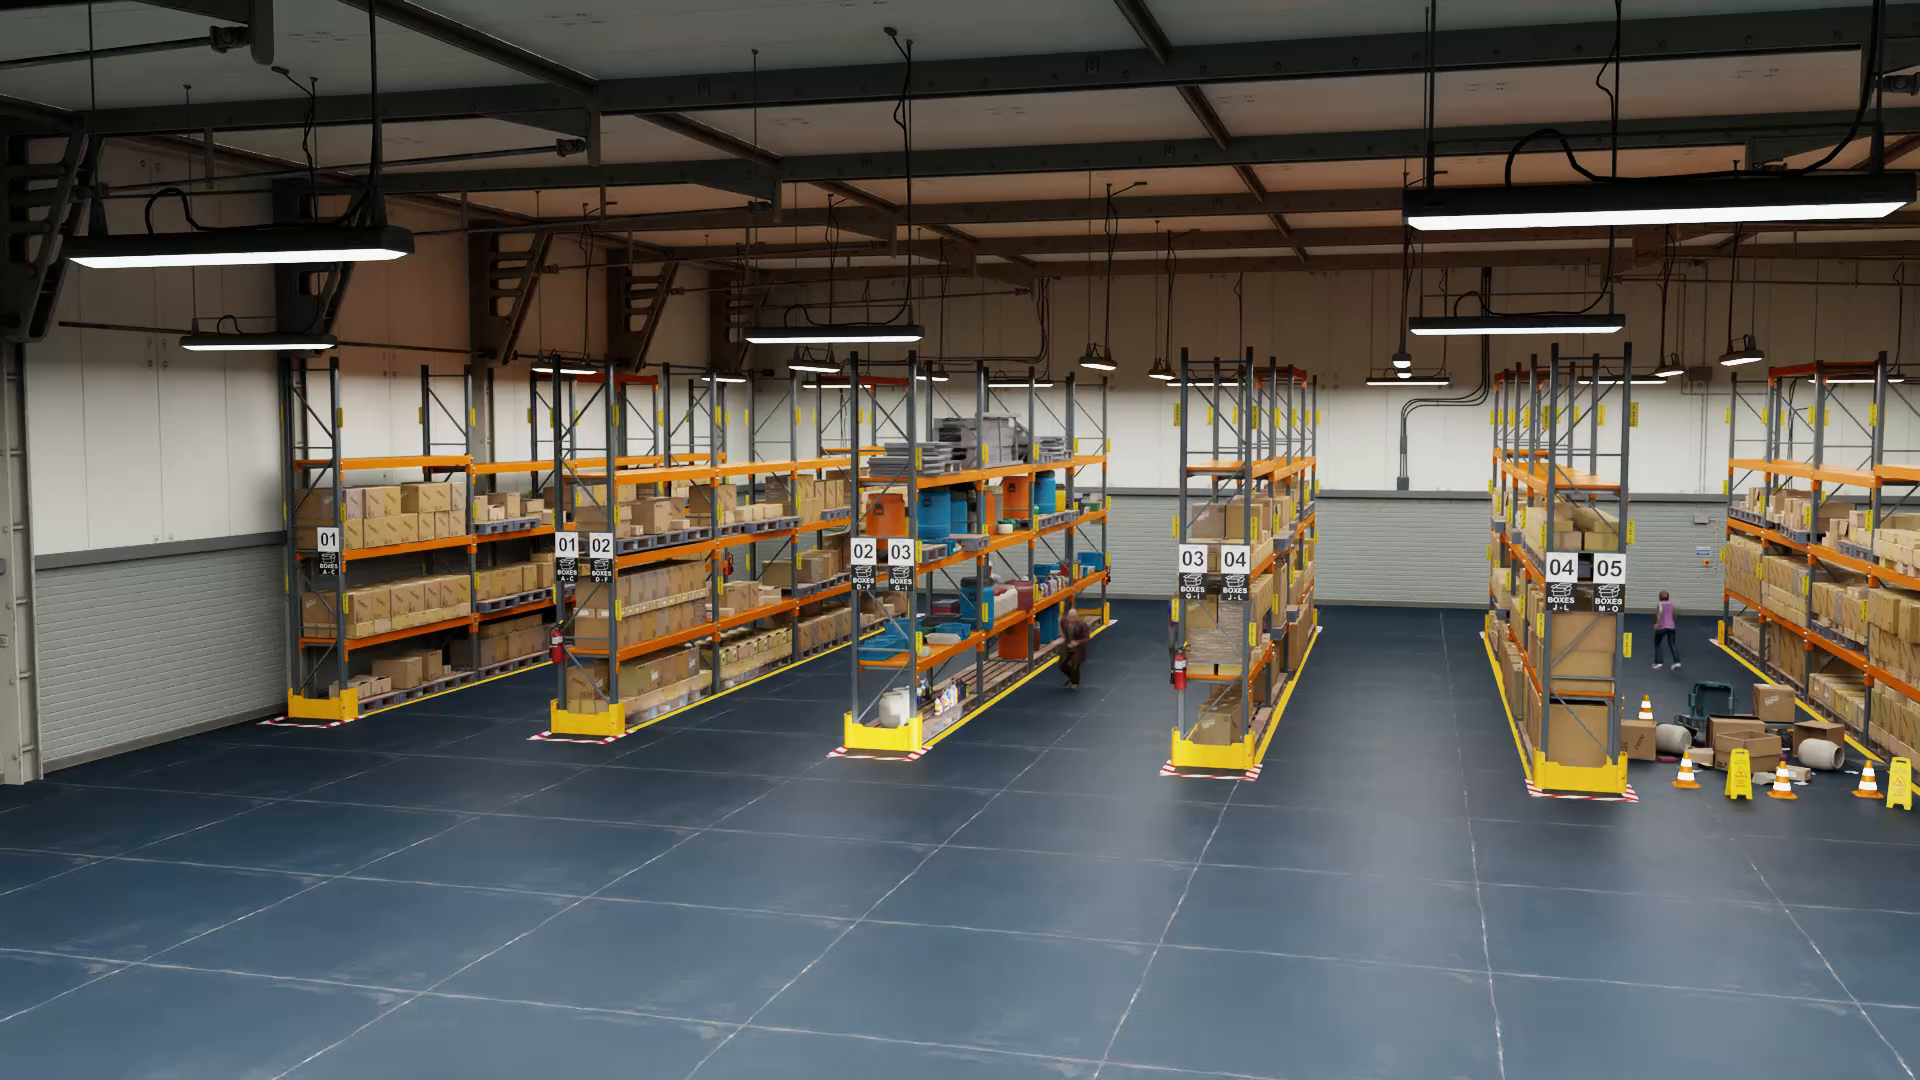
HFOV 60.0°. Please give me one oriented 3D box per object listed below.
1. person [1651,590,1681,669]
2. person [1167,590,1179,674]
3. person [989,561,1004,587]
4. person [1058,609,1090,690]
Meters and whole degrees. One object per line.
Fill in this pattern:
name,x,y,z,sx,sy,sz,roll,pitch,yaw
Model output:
person,14.009,1.816,32.960,0.533,1.532,0.904,0,4,-4
person,4.284,1.802,32.655,0.471,1.670,0.803,1,4,12
person,0.606,1.355,37.281,0.665,1.787,0.876,2,5,29
person,2.063,1.994,30.303,0.742,1.556,1.020,2,5,25
